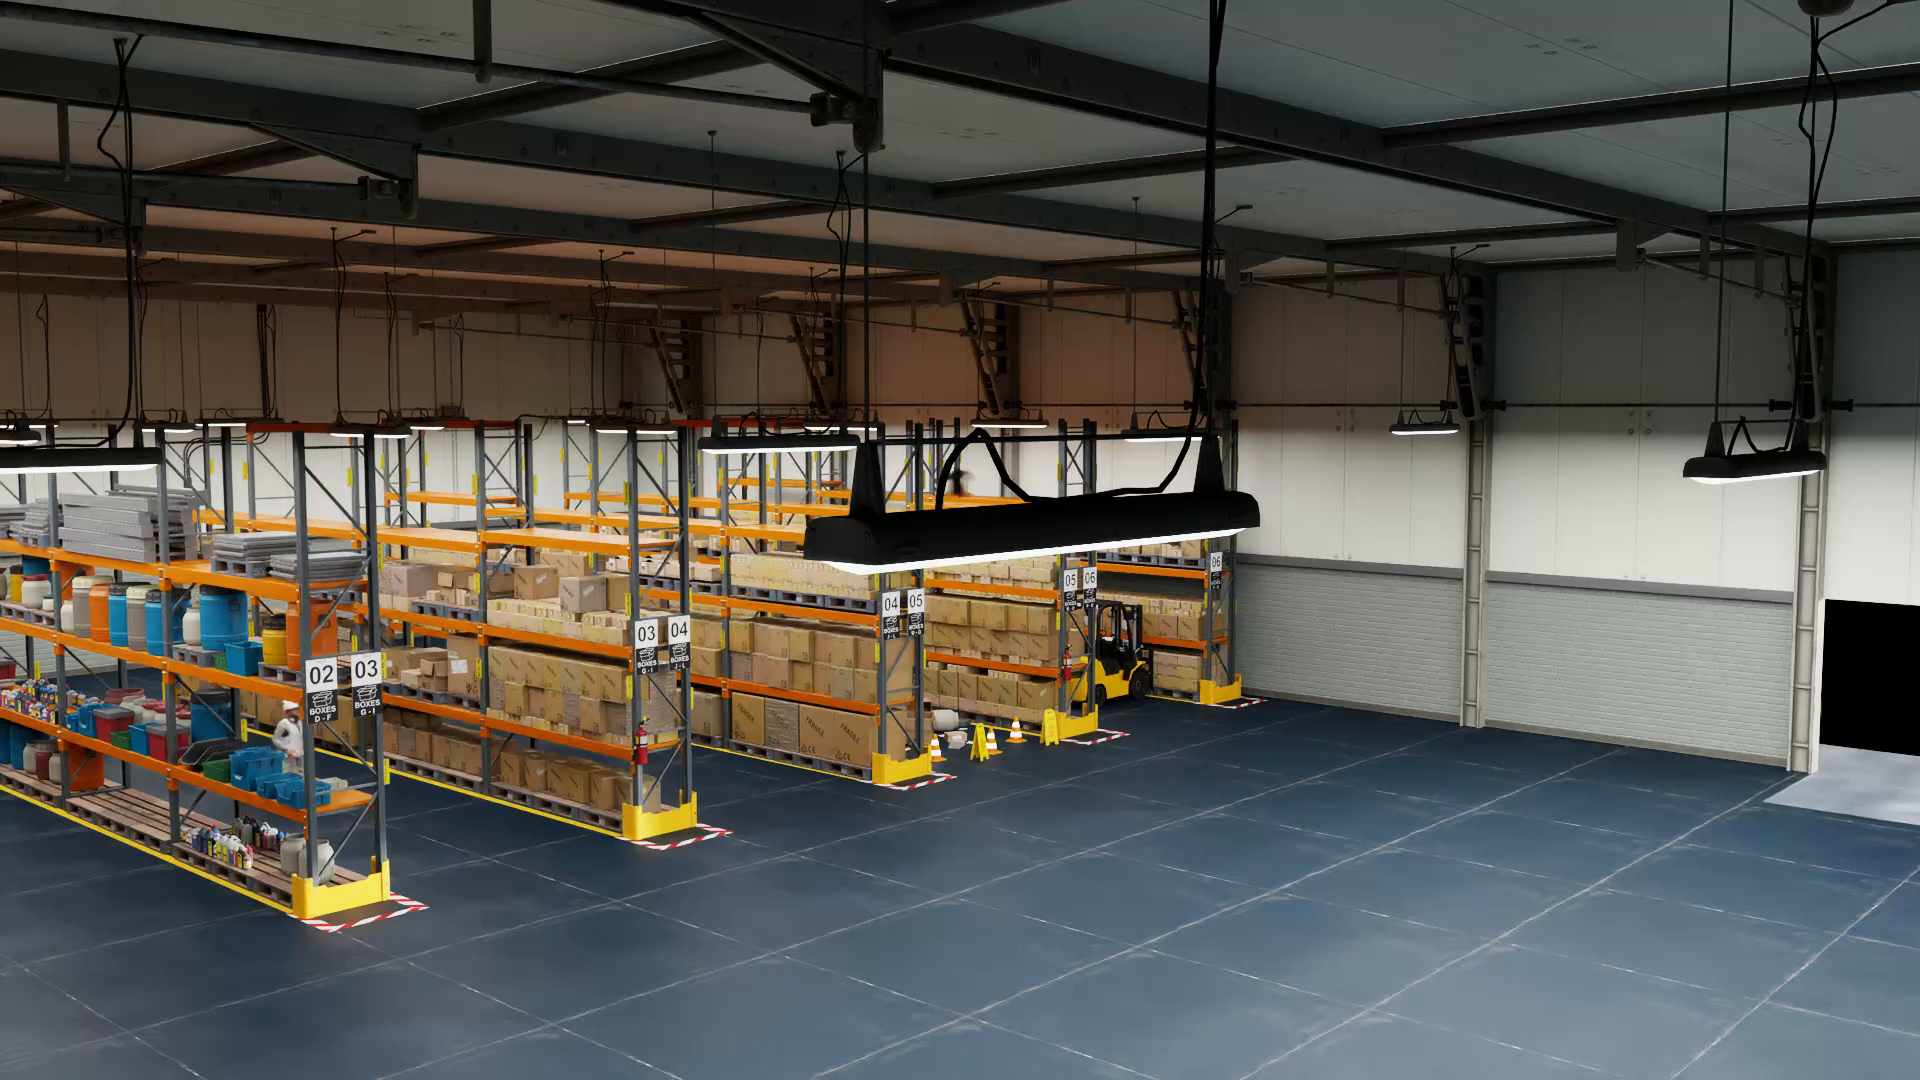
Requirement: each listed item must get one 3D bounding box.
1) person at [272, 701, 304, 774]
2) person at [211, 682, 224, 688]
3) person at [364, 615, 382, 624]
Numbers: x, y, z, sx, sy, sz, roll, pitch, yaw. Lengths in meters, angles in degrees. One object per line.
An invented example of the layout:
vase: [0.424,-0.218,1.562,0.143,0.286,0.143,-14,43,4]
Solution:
person: [-10.499,3.352,26.023,0.687,1.727,0.672,2,5,19]
person: [-12.530,3.155,28.138,0.720,1.790,0.698,3,5,31]
person: [-14.100,2.324,39.809,0.538,1.545,0.573,-1,5,-7]
